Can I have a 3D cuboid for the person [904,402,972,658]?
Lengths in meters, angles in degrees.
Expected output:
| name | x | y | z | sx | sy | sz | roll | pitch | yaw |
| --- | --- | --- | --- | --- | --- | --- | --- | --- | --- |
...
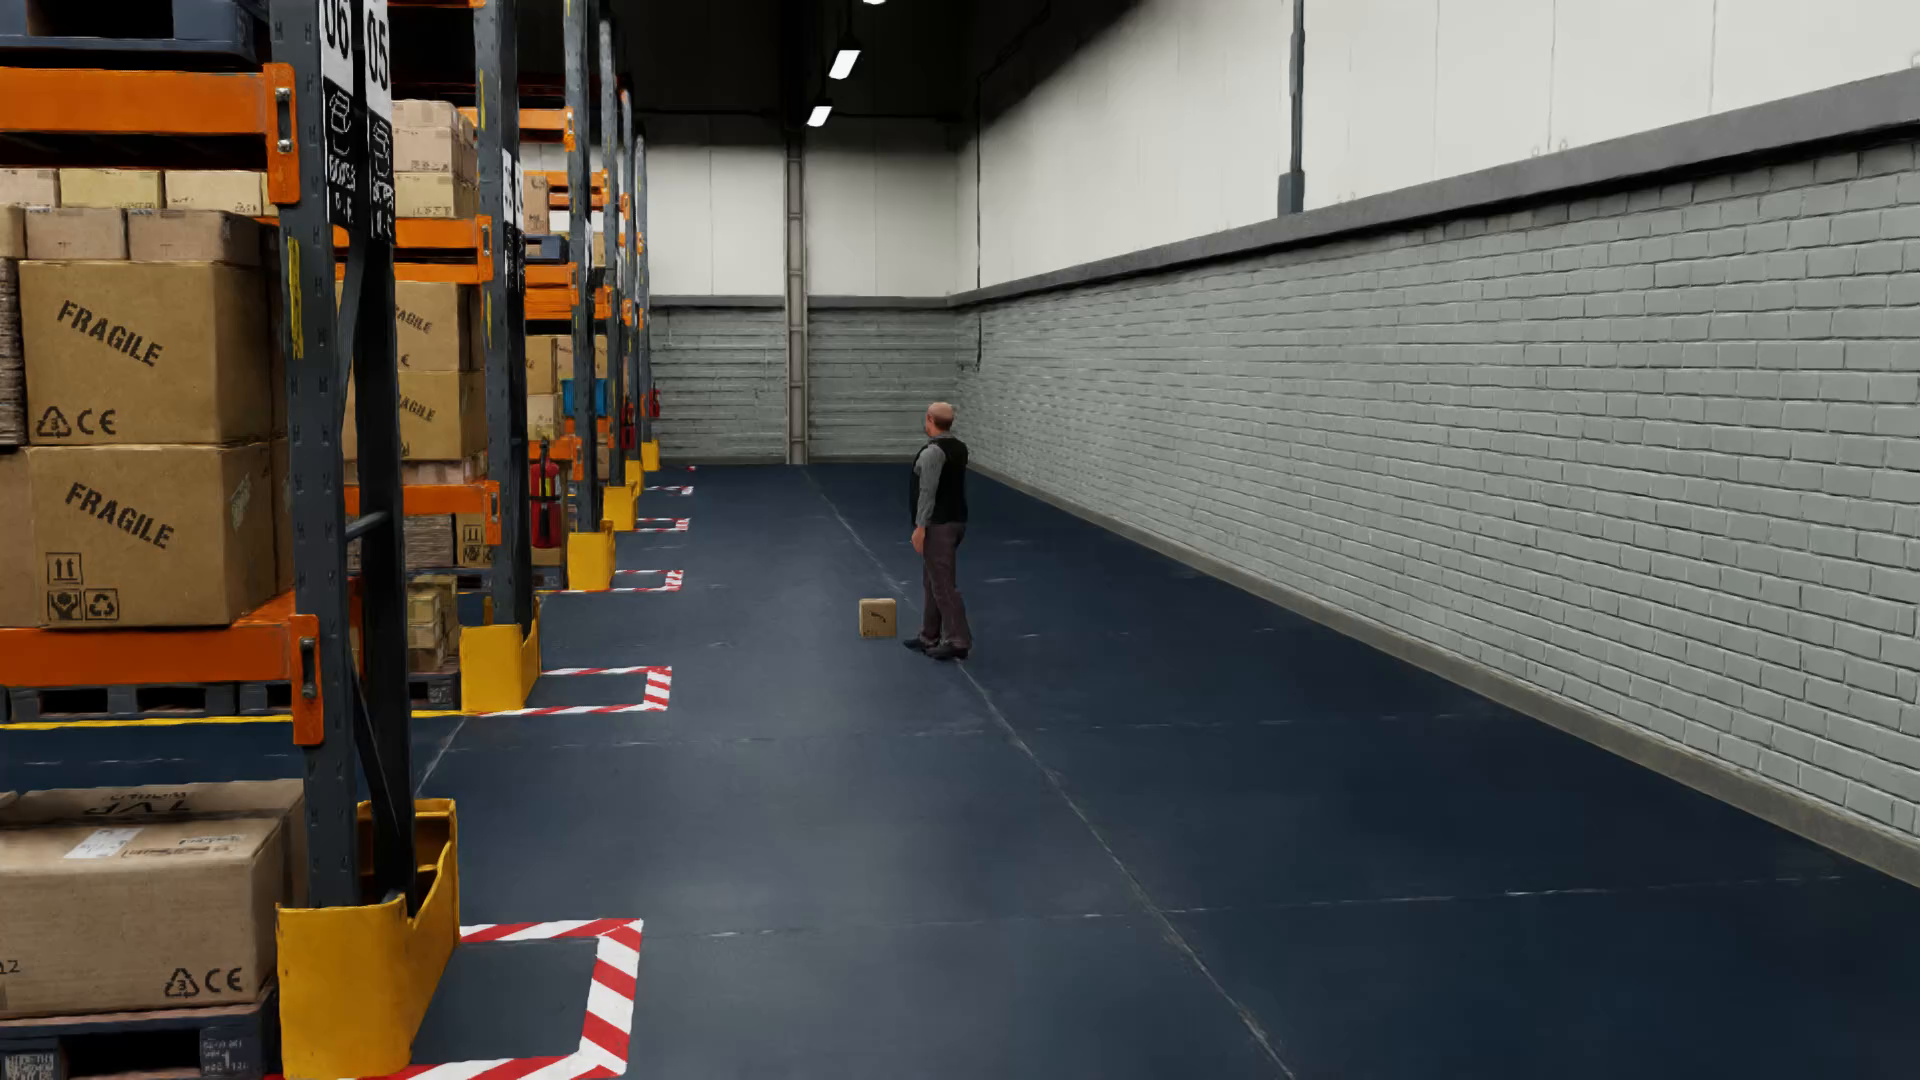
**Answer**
| name | x | y | z | sx | sy | sz | roll | pitch | yaw |
| --- | --- | --- | --- | --- | --- | --- | --- | --- | --- |
| person | -0.180 | -0.070 | 11.235 | 0.596 | 1.723 | 0.538 | 2 | 7 | 20 |
